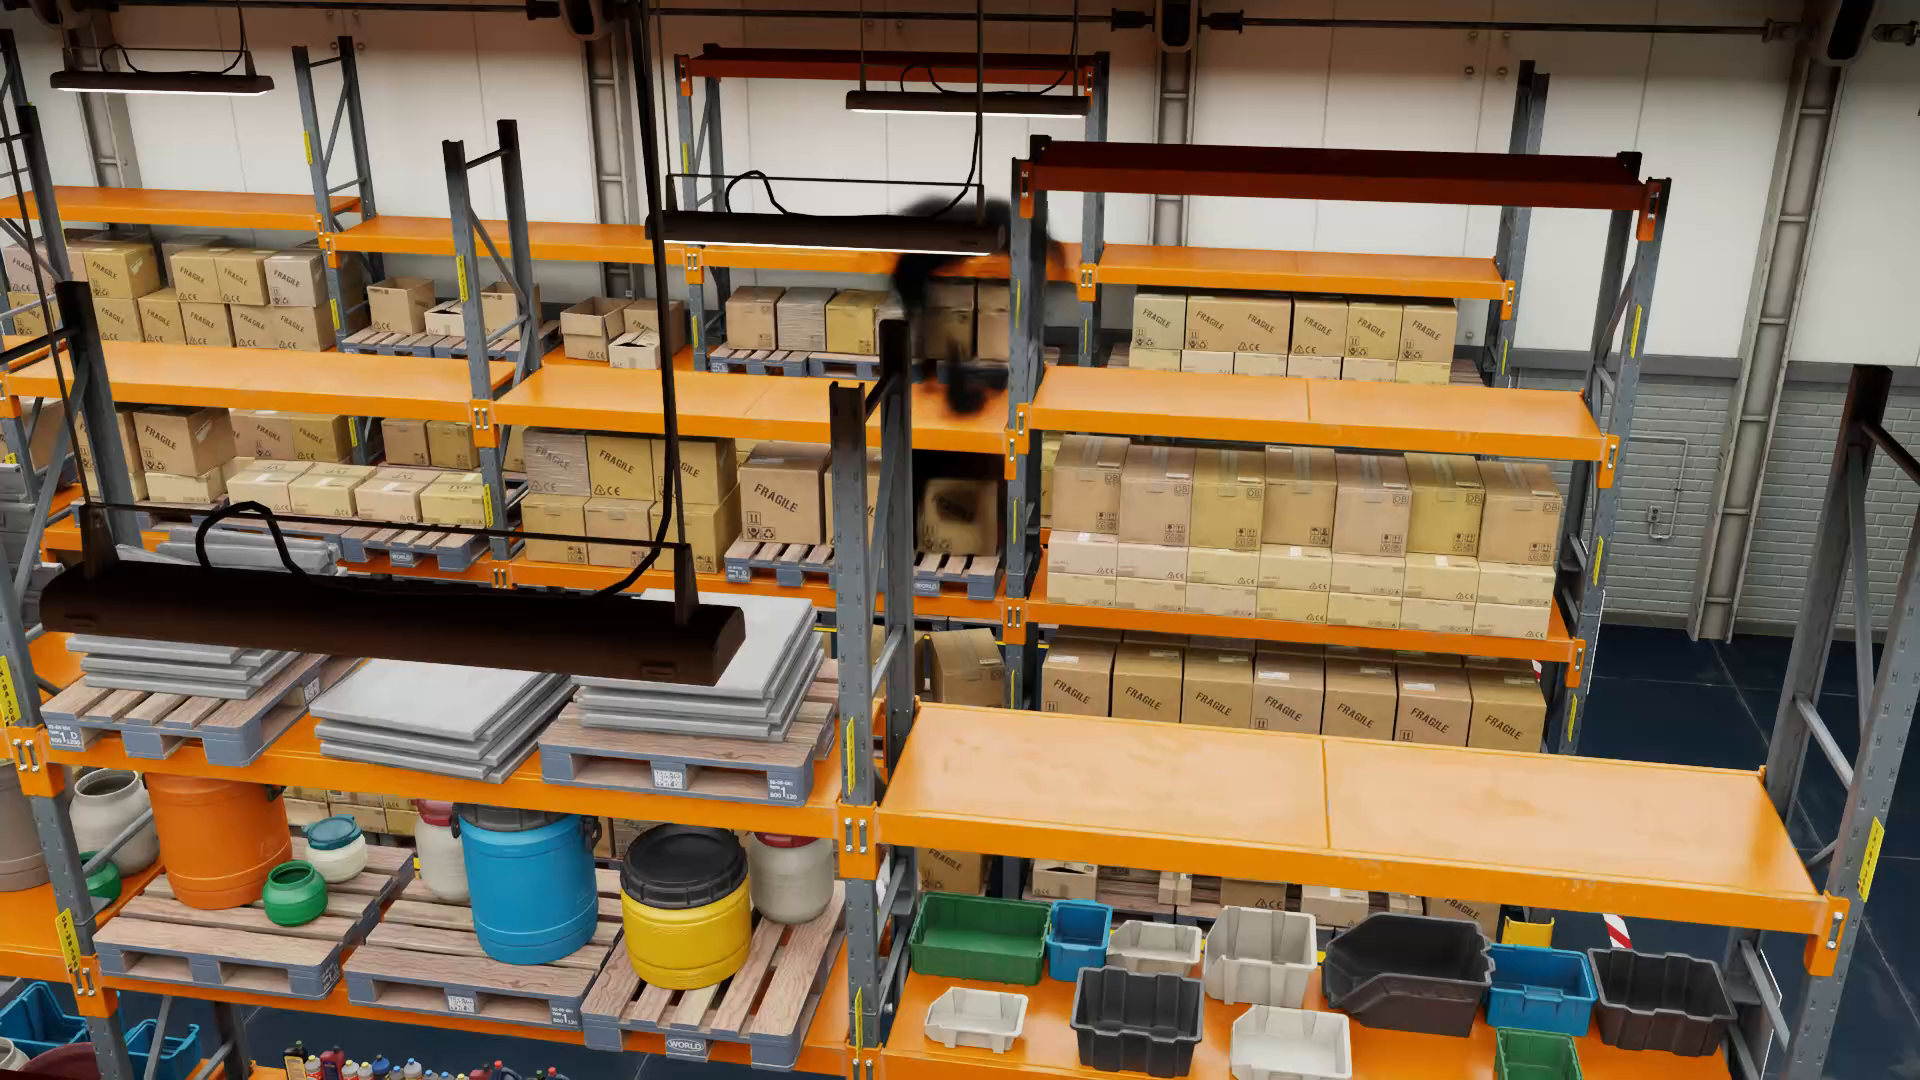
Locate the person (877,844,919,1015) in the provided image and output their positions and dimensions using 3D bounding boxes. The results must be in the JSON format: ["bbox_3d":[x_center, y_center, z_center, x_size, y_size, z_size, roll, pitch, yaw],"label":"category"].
[{"bbox_3d":[-0.395,2.801,11.870,0.712,1.537,0.532,2,23,4],"label":"person"}]
